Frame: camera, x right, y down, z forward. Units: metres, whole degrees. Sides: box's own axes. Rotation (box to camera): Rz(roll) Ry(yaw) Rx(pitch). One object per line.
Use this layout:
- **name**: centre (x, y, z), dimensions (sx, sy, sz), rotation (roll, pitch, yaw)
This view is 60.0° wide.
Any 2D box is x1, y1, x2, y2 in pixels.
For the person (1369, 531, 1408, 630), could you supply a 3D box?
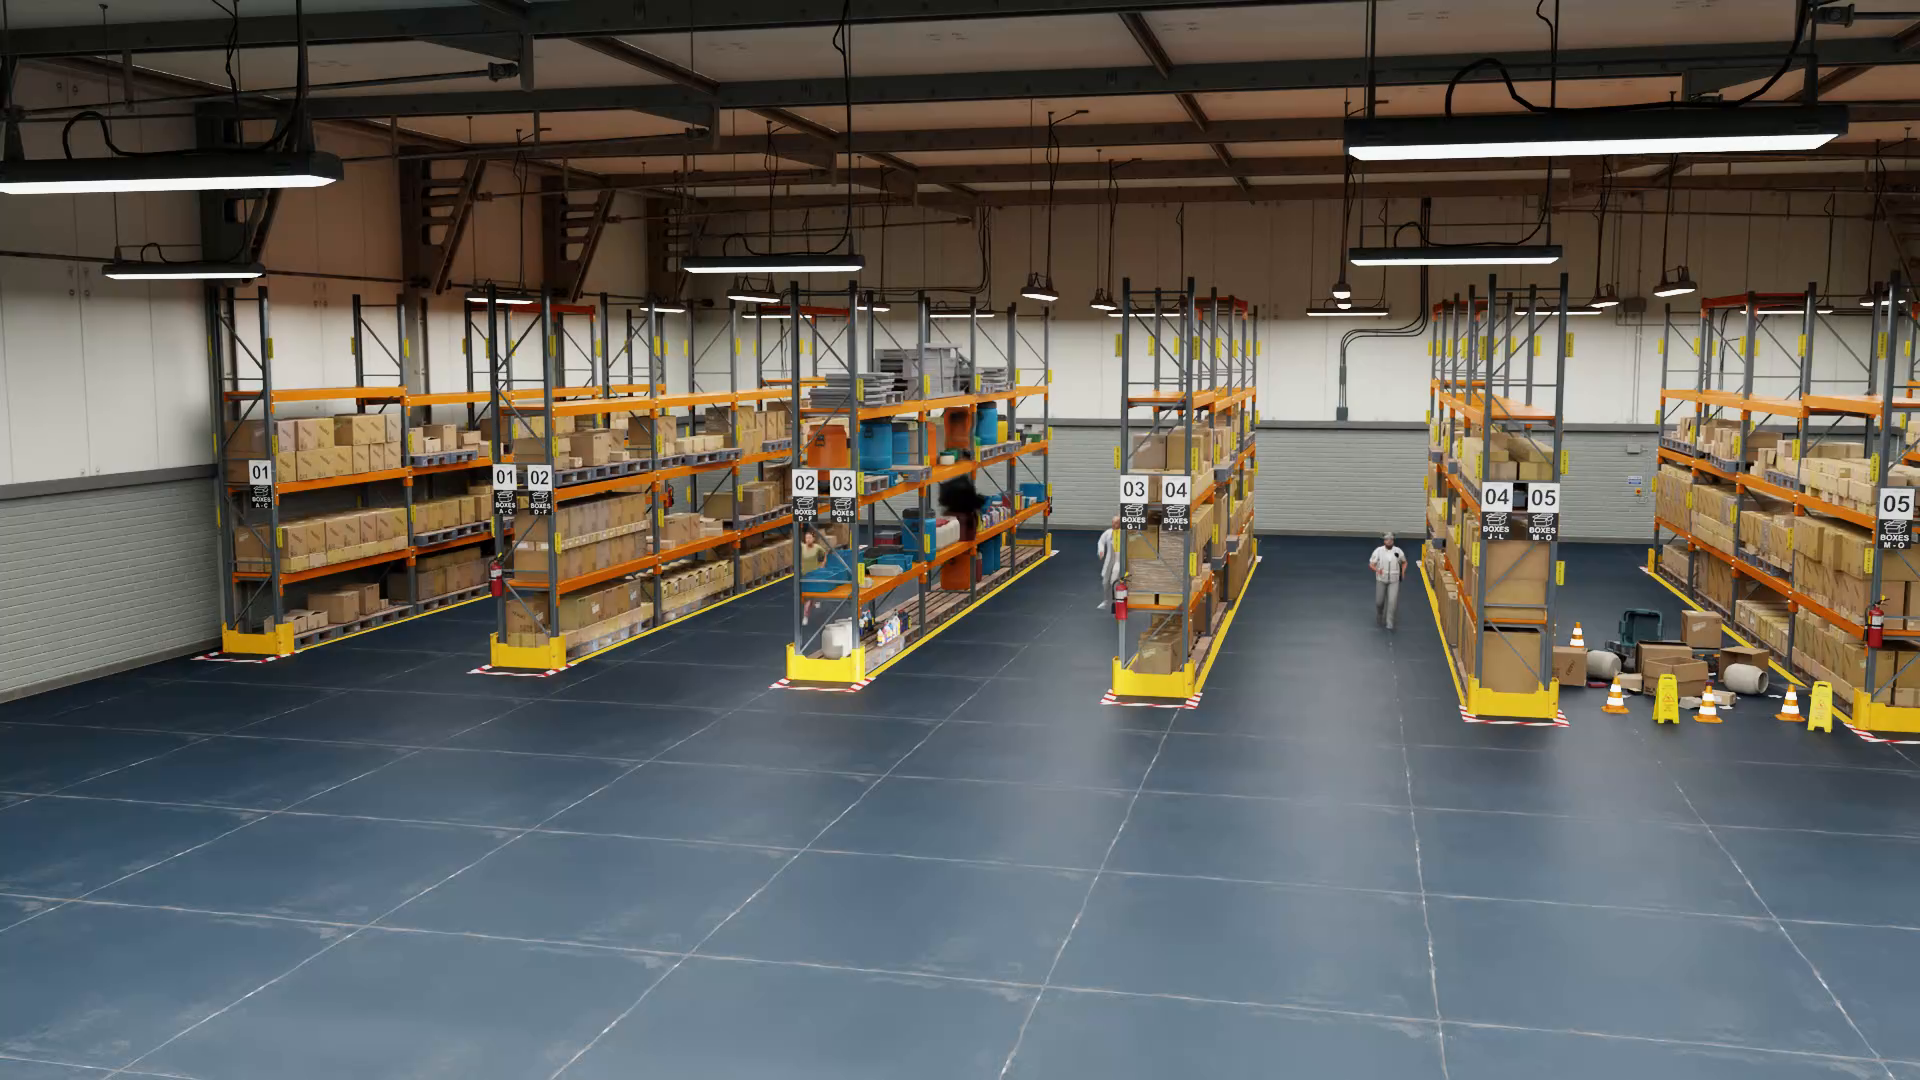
- **person**: centre (7.702, 0.704, 29.891), dimensions (0.674, 1.740, 0.782), rotation (1, 7, 10)

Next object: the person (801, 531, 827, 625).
- **person**: centre (-2.694, 0.650, 30.146), dimensions (0.579, 1.660, 1.060), rotation (1, 7, 11)

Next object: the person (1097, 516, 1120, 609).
- **person**: centre (2.839, 0.484, 30.011), dimensions (0.821, 1.663, 0.704), rotation (4, 8, 32)
